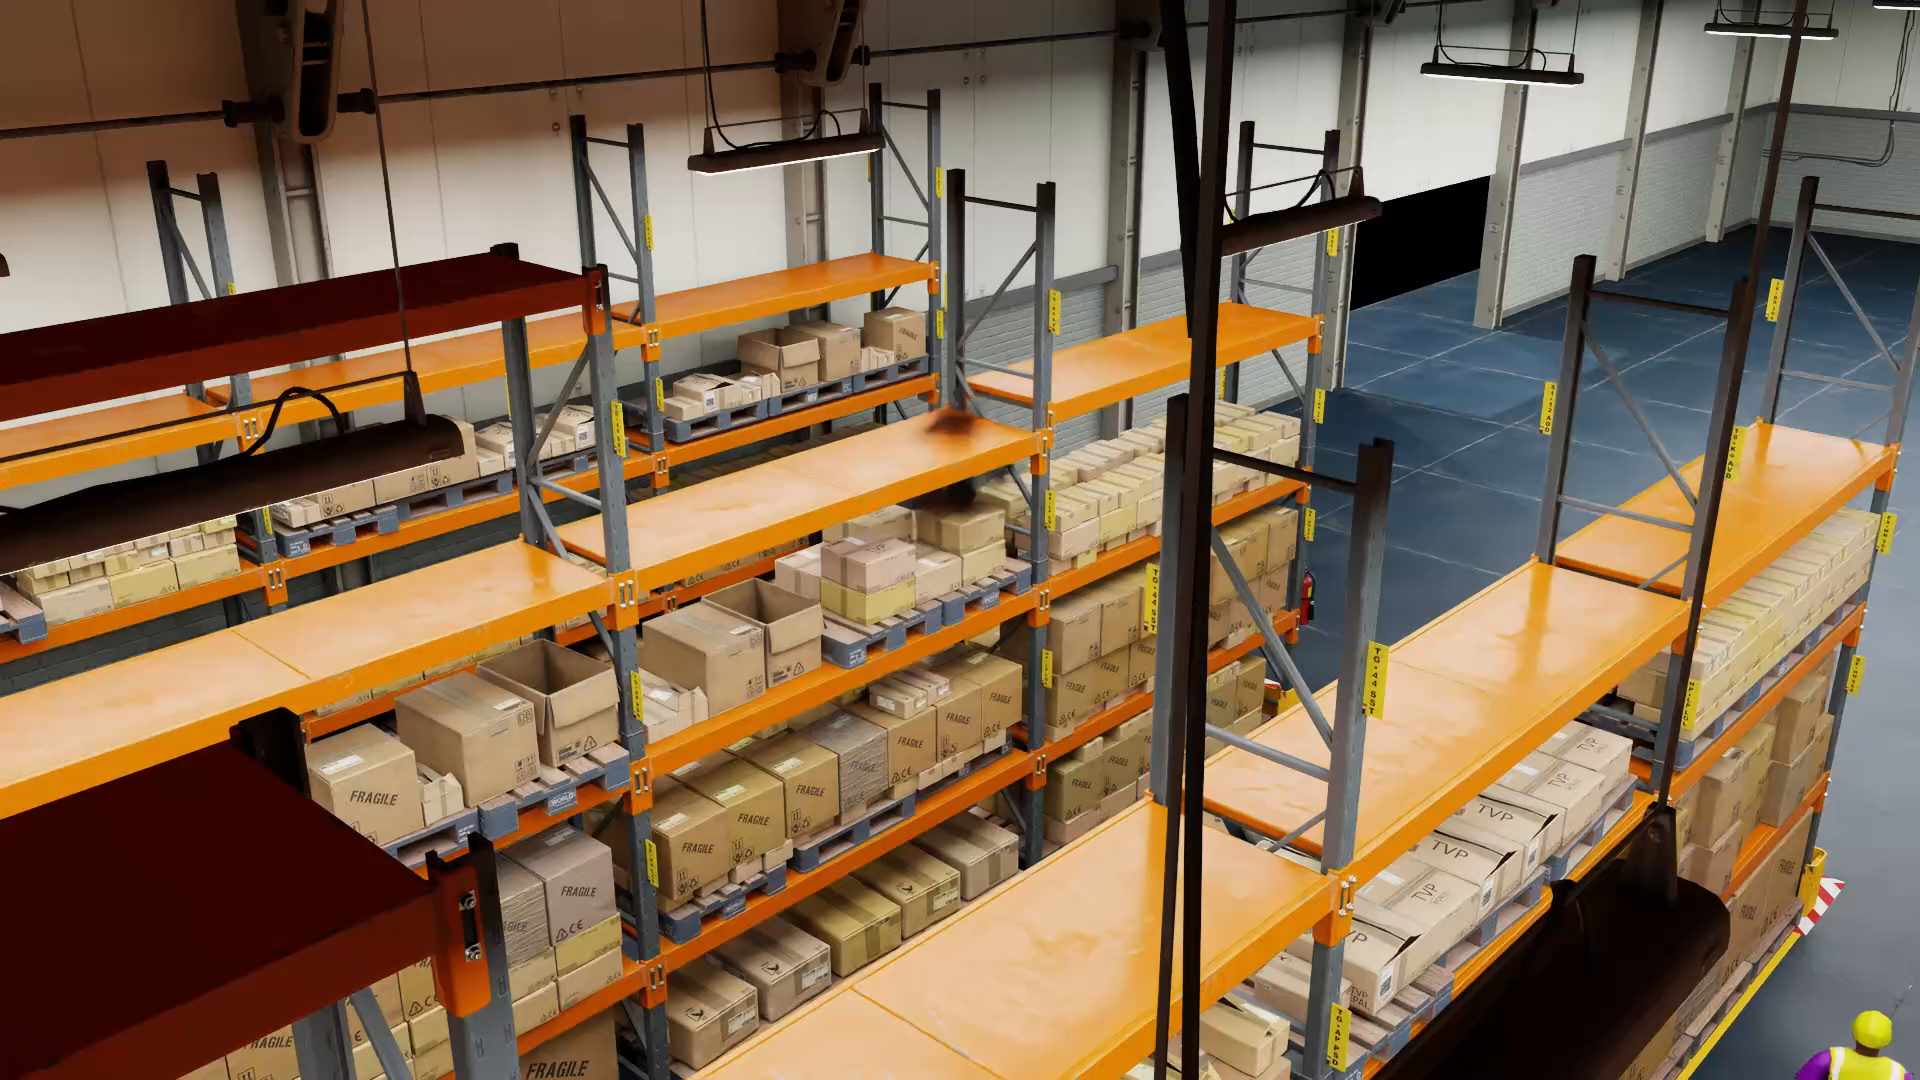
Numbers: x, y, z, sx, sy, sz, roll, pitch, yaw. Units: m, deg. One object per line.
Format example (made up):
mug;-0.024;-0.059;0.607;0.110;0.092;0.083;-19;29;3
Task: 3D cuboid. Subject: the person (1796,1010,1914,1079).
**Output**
person;5.455;3.629;10.201;0.712;1.745;0.897;13;25;30
